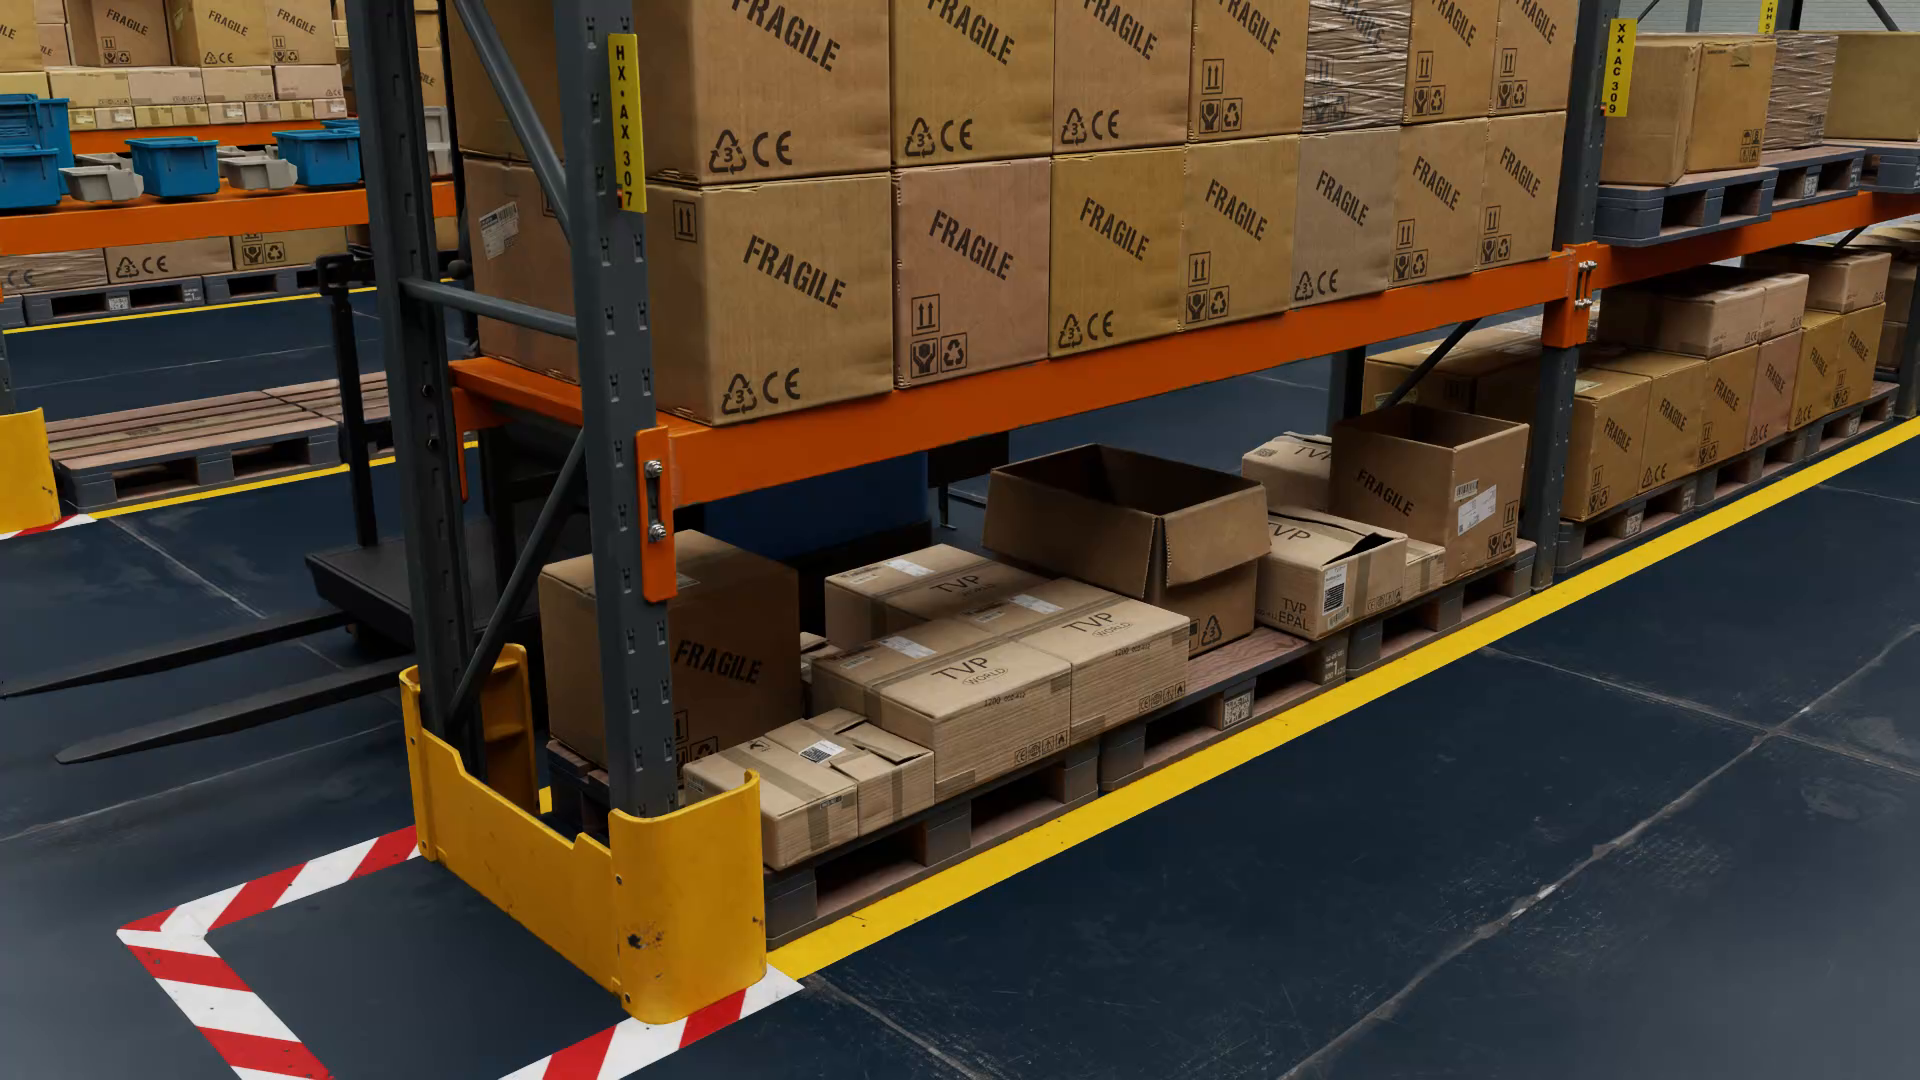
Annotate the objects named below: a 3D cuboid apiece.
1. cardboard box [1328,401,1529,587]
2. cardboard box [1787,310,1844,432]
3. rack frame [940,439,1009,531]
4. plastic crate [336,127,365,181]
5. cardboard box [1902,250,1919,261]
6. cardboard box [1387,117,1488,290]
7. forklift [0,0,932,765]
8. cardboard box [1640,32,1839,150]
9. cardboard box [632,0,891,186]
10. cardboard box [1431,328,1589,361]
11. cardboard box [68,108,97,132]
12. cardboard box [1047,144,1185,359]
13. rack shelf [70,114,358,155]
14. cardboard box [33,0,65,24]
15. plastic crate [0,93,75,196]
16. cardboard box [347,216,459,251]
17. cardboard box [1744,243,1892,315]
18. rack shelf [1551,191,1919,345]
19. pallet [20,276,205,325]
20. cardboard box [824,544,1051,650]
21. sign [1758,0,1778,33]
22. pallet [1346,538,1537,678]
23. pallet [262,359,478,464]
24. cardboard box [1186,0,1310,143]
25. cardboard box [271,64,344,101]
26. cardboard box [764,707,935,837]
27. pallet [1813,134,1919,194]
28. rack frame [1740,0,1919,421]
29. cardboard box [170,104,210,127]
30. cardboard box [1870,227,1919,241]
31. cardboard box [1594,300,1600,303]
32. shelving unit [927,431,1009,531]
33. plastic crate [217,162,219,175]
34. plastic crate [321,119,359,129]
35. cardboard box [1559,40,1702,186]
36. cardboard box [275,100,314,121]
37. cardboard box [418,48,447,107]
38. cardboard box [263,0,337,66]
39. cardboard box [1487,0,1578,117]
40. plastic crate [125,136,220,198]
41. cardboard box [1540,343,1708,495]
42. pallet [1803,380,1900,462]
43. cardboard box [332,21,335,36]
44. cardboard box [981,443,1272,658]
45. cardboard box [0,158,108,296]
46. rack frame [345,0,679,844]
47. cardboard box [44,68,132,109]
[{"bbox_3d":[1.683,-0.181,6.019,0.500,0.500,0.500,-16,24,-41],"label":"cardboard box"},{"bbox_3d":[3.914,-0.852,8.090,0.500,0.500,0.500,17,24,42],"label":"cardboard box"},{"bbox_3d":[0.057,-1.015,6.712,0.015,2.100,0.400,-16,24,-41],"label":"rack frame"},{"bbox_3d":[-2.825,-1.878,8.089,0.300,0.233,0.416,-16,24,-41],"label":"plastic crate"},{"bbox_3d":[5.767,-1.510,9.645,0.500,0.311,0.500,-17,25,-42],"label":"cardboard box"},{"bbox_3d":[1.341,-1.120,5.412,0.500,0.500,0.500,-15,23,-39],"label":"cardboard box"},{"bbox_3d":[-1.523,-0.983,5.264,3.031,2.935,1.130,-16,24,-41],"label":"forklift"},{"bbox_3d":[3.632,-2.130,7.848,0.500,0.500,0.700,-11,21,-31],"label":"cardboard box"},{"bbox_3d":[-0.501,-1.056,3.594,0.500,0.500,0.500,-15,23,-39],"label":"cardboard box"},{"bbox_3d":[2.429,-0.637,7.425,0.500,0.500,0.500,-16,24,-41],"label":"cardboard box"},{"bbox_3d":[-6.207,-2.926,11.554,0.250,0.149,0.380,-17,25,-42],"label":"cardboard box"},{"bbox_3d":[0.237,-0.796,4.415,0.500,0.500,0.500,-16,24,-41],"label":"cardboard box"},{"bbox_3d":[-6.355,-2.800,11.923,4.000,0.370,1.077,-16,24,-41],"label":"rack shelf"},{"bbox_3d":[-8.763,-5.093,15.562,0.500,0.500,0.500,17,25,42],"label":"cardboard box"},{"bbox_3d":[-4.290,-1.766,7.415,0.499,0.435,0.616,-16,24,-41],"label":"plastic crate"},{"bbox_3d":[-4.450,-2.895,13.814,0.875,0.875,1.225,-16,24,-41],"label":"cardboard box"},{"bbox_3d":[4.252,-1.306,8.273,0.500,0.250,0.500,-15,23,-39],"label":"cardboard box"},{"bbox_3d":[3.355,-1.427,7.688,4.000,0.370,1.077,-16,24,-41],"label":"rack shelf"},{"bbox_3d":[-6.394,-1.836,12.305,1.213,0.211,1.003,-16,24,-41],"label":"pallet"},{"bbox_3d":[-0.068,0.236,5.137,0.500,0.250,0.500,-16,24,-41],"label":"cardboard box"},{"bbox_3d":[4.425,-2.867,9.087,0.005,0.325,0.100,-16,24,-41],"label":"sign"},{"bbox_3d":[1.402,0.127,6.252,1.213,0.211,1.003,-16,24,-41],"label":"pallet"},{"bbox_3d":[-2.893,-0.705,8.817,1.213,0.211,1.003,-16,24,-41],"label":"pallet"},{"bbox_3d":[0.609,-1.381,4.597,0.500,0.500,0.500,-17,24,-41],"label":"cardboard box"},{"bbox_3d":[-5.042,-3.484,12.627,0.500,0.250,0.500,-17,24,-42],"label":"cardboard box"},{"bbox_3d":[-0.283,0.576,4.224,0.250,0.166,0.380,-16,24,-41],"label":"cardboard box"},{"bbox_3d":[4.364,-1.942,8.422,1.003,0.211,1.213,-16,24,-41],"label":"pallet"},{"bbox_3d":[4.808,-2.193,8.884,0.127,3.000,1.000,-16,24,-41],"label":"rack frame"},{"bbox_3d":[-5.645,-3.090,12.059,0.250,0.149,0.380,-16,24,-40],"label":"cardboard box"},{"bbox_3d":[6.127,-1.841,10.667,0.500,0.311,0.500,-15,23,-39],"label":"cardboard box"},{"bbox_3d":[3.537,-0.963,8.431,0.500,0.500,0.500,-17,24,-42],"label":"cardboard box"},{"bbox_3d":[-0.120,-0.964,6.553,0.503,2.100,0.431,-16,24,-41],"label":"shelving unit"},{"bbox_3d":[-3.716,-1.783,7.951,0.243,0.136,0.396,-16,24,-41],"label":"plastic crate"},{"bbox_3d":[-3.089,-2.050,8.618,0.300,0.233,0.416,-16,24,-41],"label":"plastic crate"},{"bbox_3d":[2.400,-1.643,6.344,0.700,0.500,0.500,9,20,26],"label":"cardboard box"},{"bbox_3d":[-5.085,-3.254,12.564,0.250,0.149,0.380,-16,24,-40],"label":"cardboard box"},{"bbox_3d":[-4.395,-3.655,13.232,0.500,0.500,0.500,-16,24,-41],"label":"cardboard box"},{"bbox_3d":[-5.052,-3.835,12.496,0.500,0.500,0.500,-15,23,-39],"label":"cardboard box"},{"bbox_3d":[1.712,-1.703,5.591,0.500,0.500,0.500,-16,24,-41],"label":"cardboard box"},{"bbox_3d":[-3.521,-1.675,7.462,0.300,0.233,0.416,-16,24,-41],"label":"plastic crate"},{"bbox_3d":[2.801,-0.529,7.091,0.500,0.500,0.500,-16,24,-40],"label":"cardboard box"},{"bbox_3d":[4.240,-0.716,8.852,1.213,0.211,1.003,-16,24,-41],"label":"pallet"},{"bbox_3d":[-6.695,-5.317,17.281,0.250,0.149,0.380,-15,23,-39],"label":"cardboard box"},{"bbox_3d":[0.540,0.032,5.355,0.637,0.503,0.797,-16,24,-41],"label":"cardboard box"},{"bbox_3d":[-6.737,-2.254,11.836,0.875,0.875,0.875,-16,24,-41],"label":"cardboard box"},{"bbox_3d":[-1.005,-0.497,3.655,0.127,3.000,1.000,-16,24,-41],"label":"rack frame"},{"bbox_3d":[-6.157,-3.159,11.624,0.500,0.250,0.500,-17,24,-42],"label":"cardboard box"}]
